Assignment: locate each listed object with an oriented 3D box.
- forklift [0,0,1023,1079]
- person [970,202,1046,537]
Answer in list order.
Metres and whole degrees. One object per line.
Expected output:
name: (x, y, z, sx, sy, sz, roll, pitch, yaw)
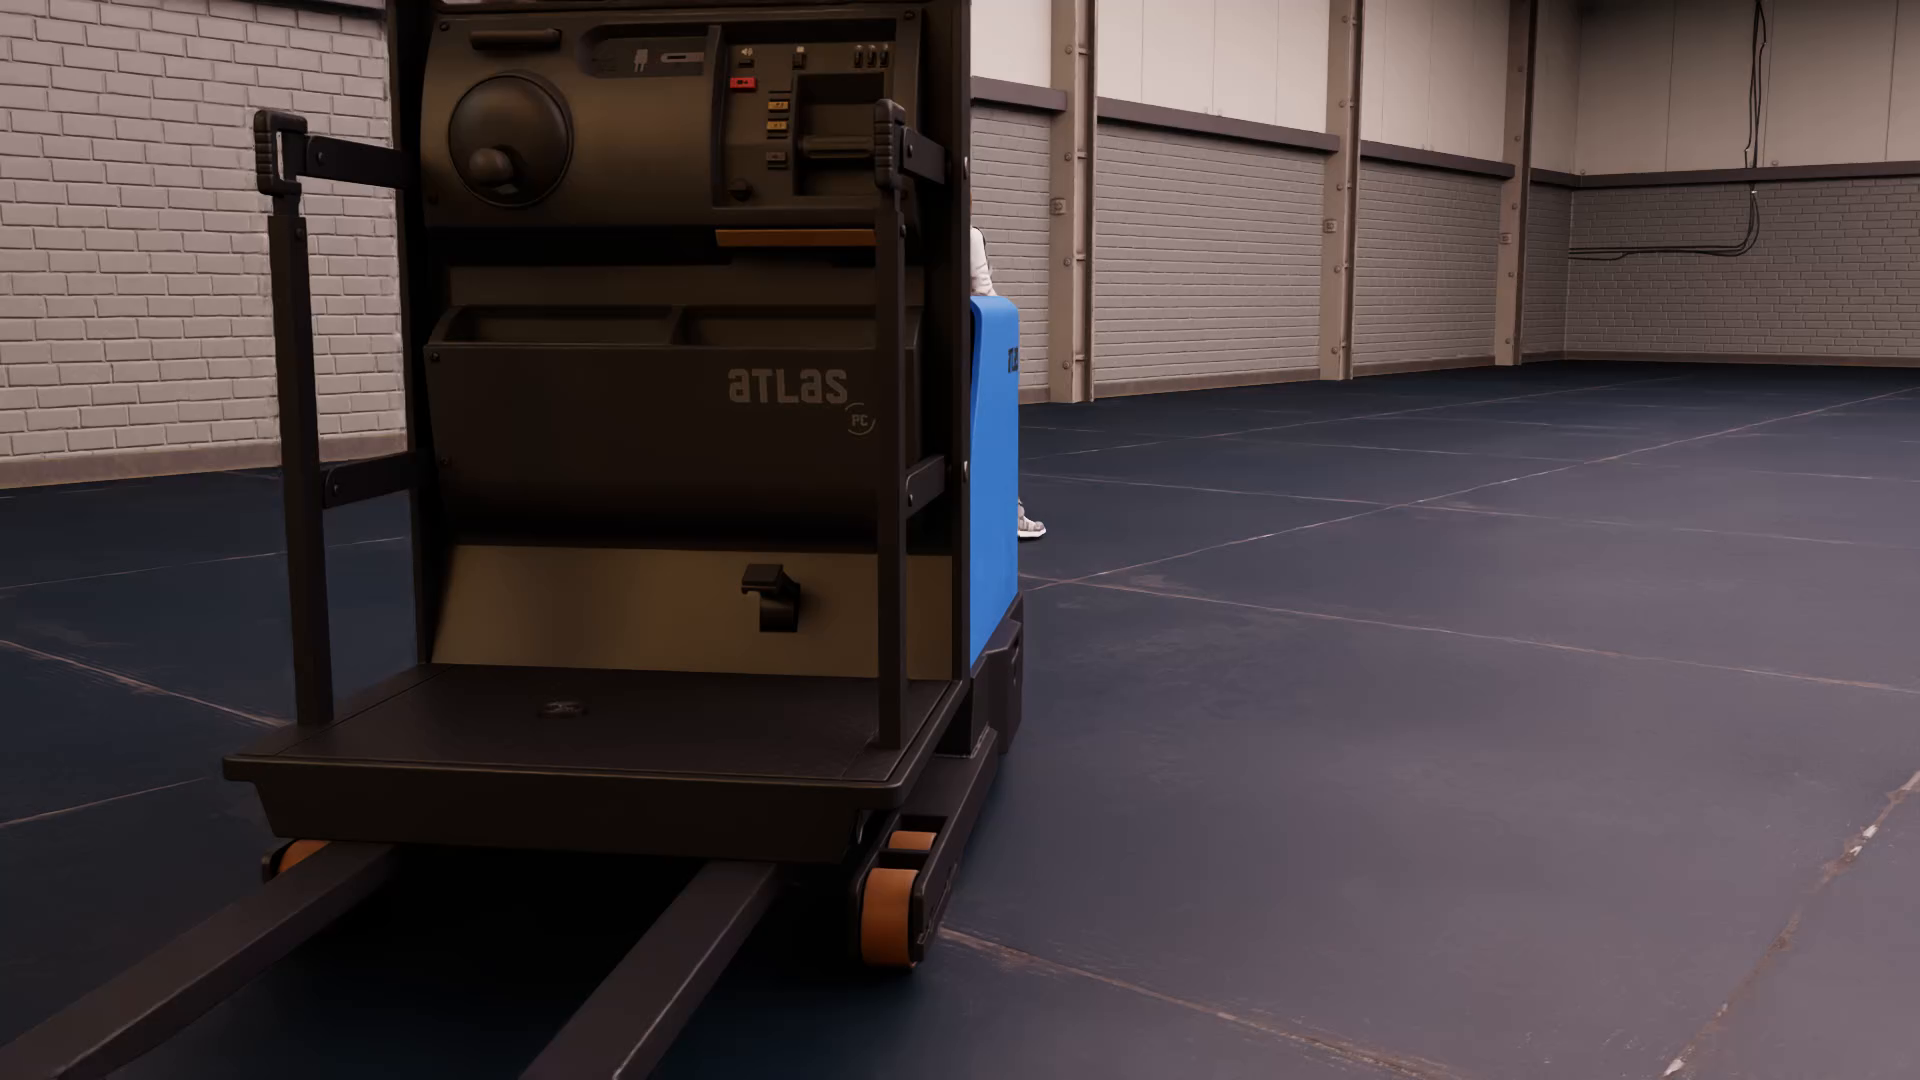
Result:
forklift: (-0.559, -0.812, 2.831, 1.130, 2.935, 3.031, 1, 8, 8)
person: (0.058, -0.805, 7.337, 0.520, 1.599, 0.473, 7, 11, 38)
